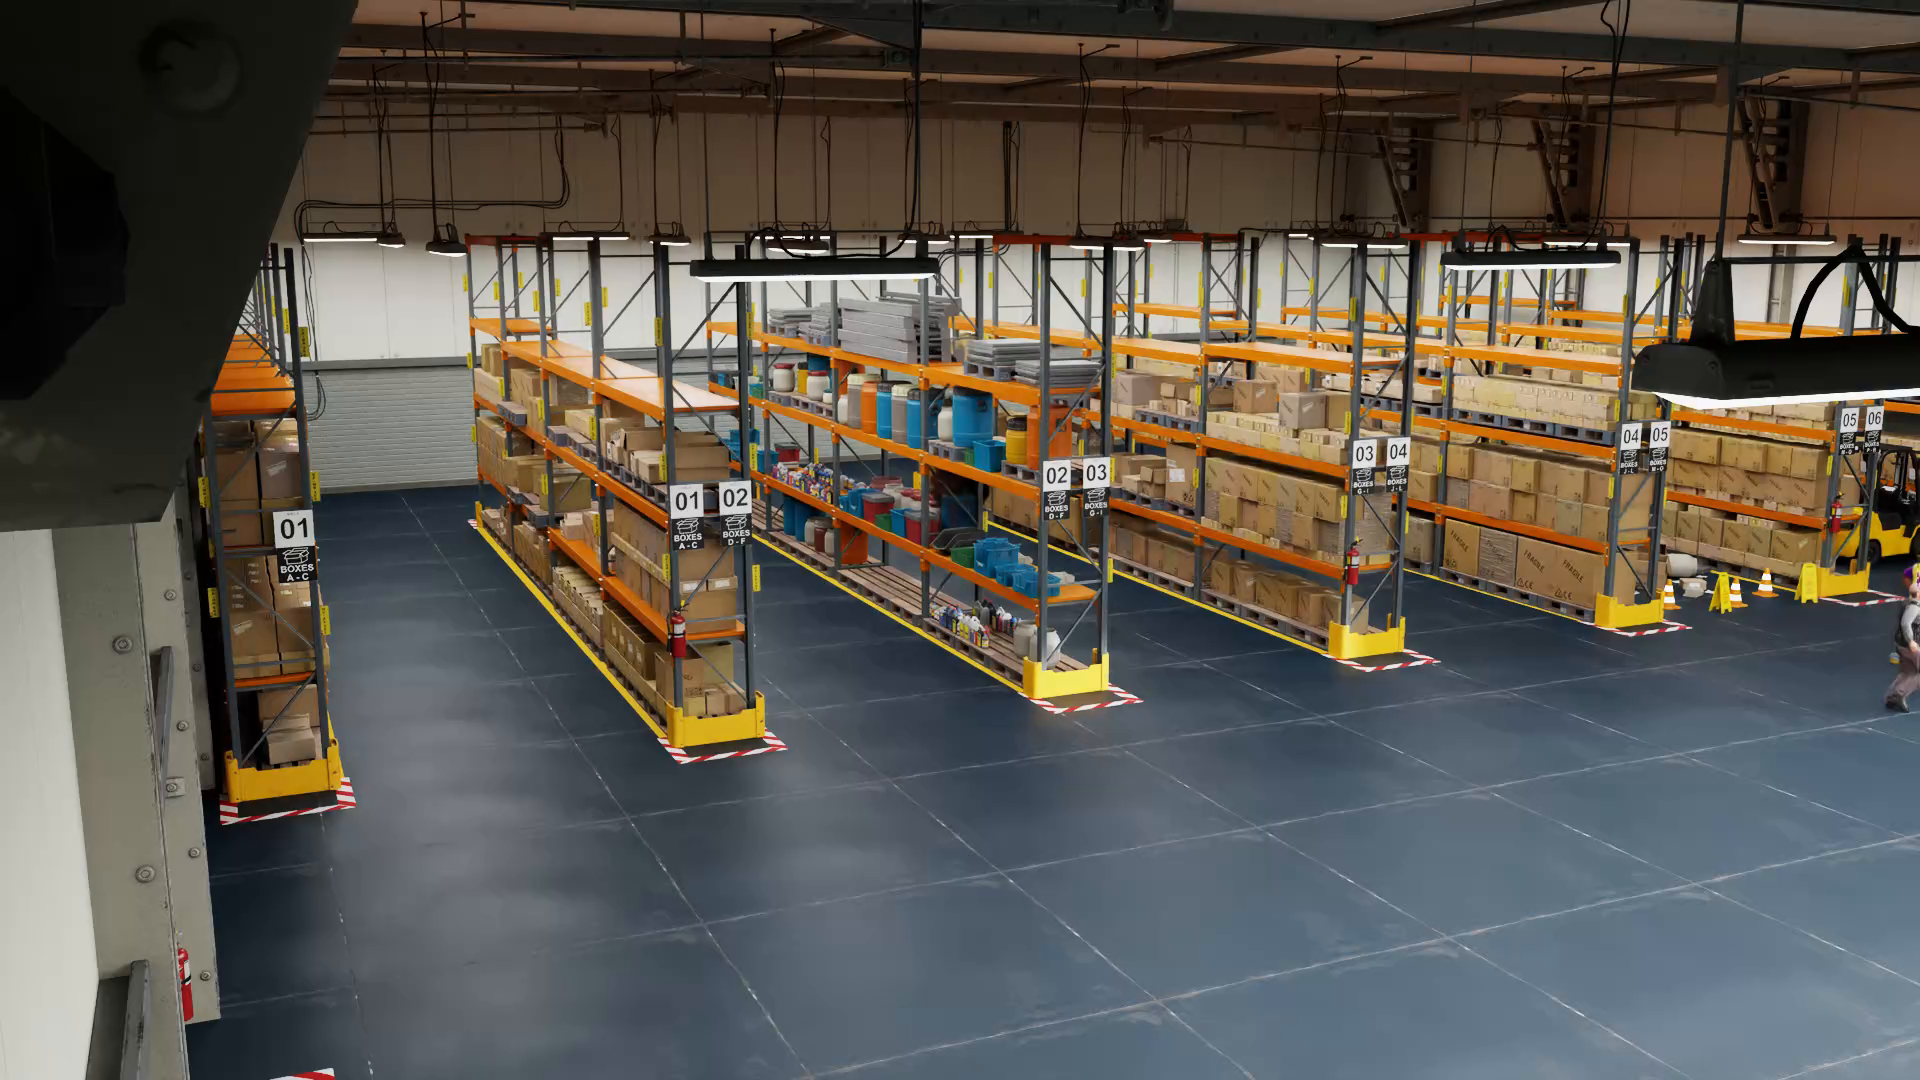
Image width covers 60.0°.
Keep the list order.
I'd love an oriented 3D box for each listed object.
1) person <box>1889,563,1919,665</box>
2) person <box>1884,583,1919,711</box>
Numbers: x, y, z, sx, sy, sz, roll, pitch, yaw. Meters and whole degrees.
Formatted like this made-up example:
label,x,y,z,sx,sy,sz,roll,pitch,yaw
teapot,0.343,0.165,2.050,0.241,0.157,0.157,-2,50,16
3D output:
label,x,y,z,sx,sy,sz,roll,pitch,yaw
person,13.636,0.984,23.533,0.726,1.819,0.722,5,12,23
person,12.377,1.381,21.548,0.601,1.688,0.667,2,11,13
